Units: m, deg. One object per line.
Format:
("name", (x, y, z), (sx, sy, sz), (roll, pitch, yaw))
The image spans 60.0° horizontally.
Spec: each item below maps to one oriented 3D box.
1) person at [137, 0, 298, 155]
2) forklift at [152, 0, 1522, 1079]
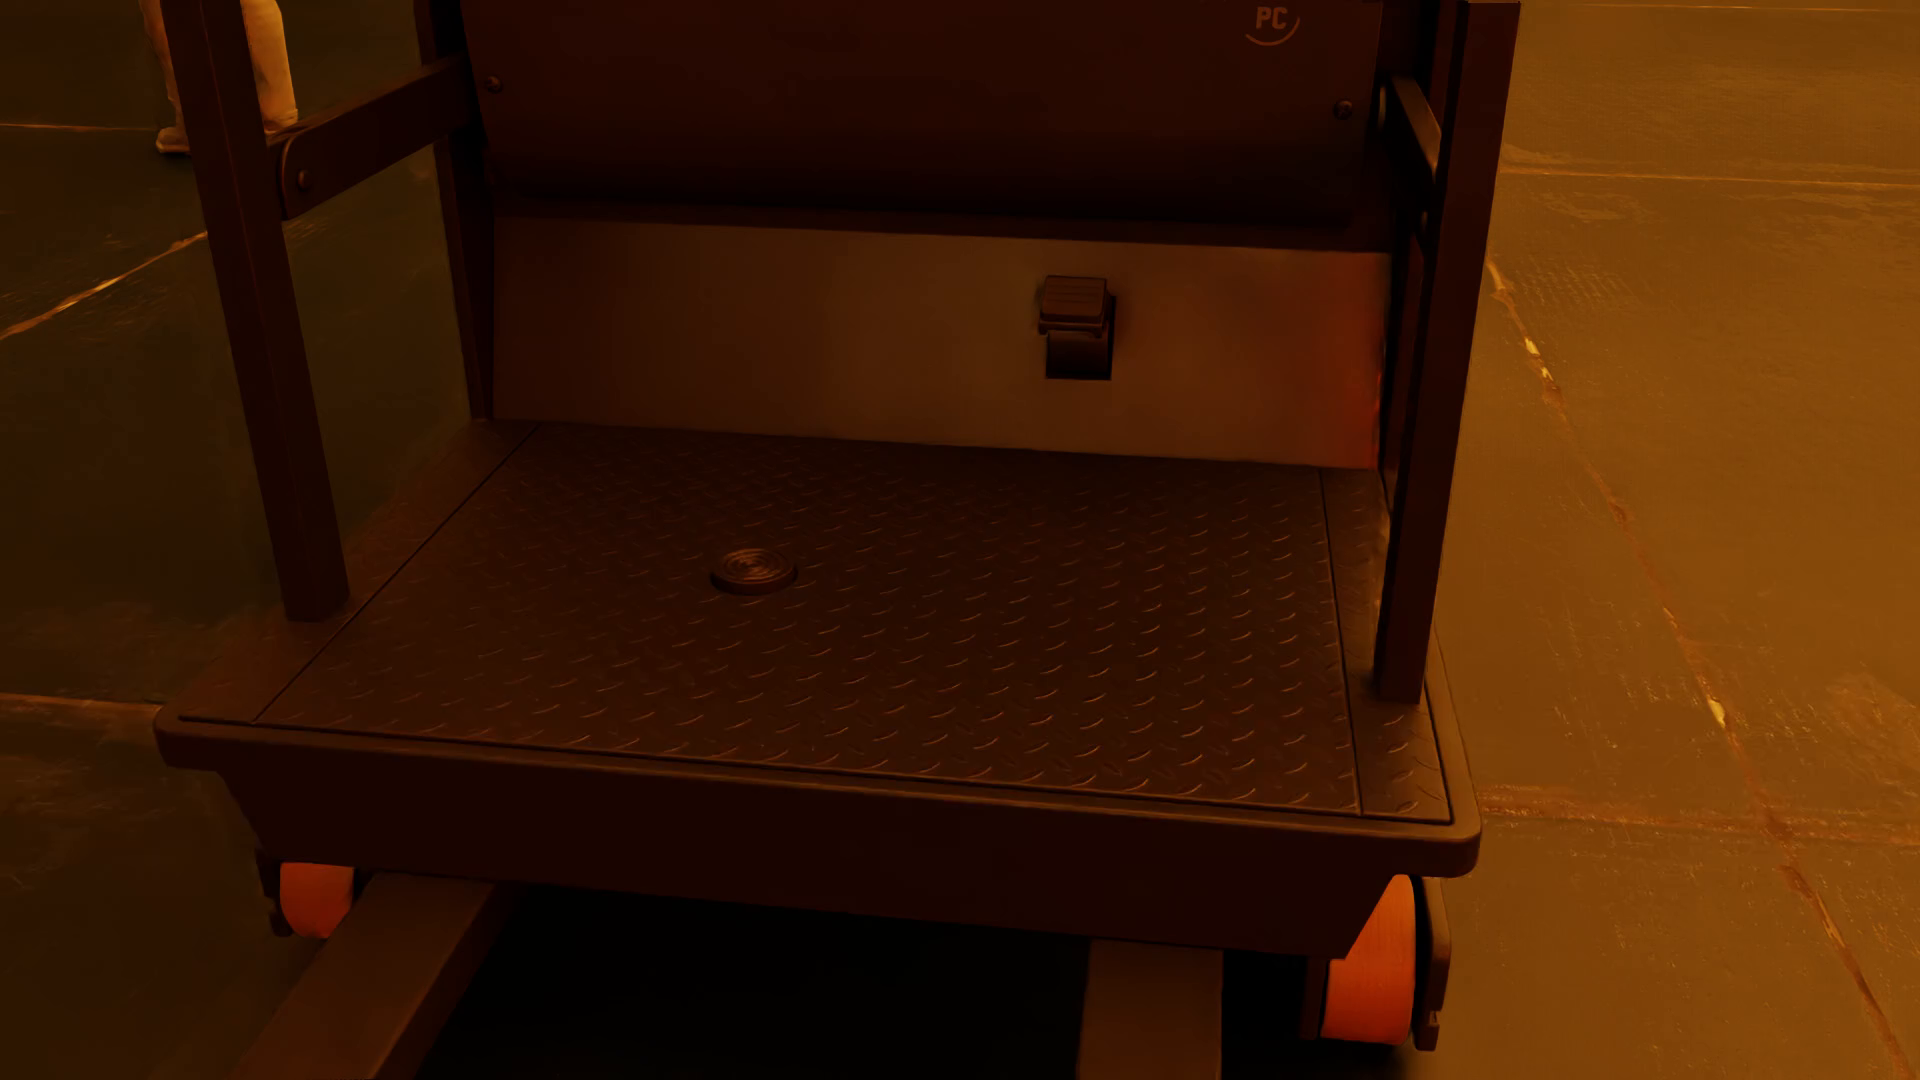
("person", (-2.103, -1.859, 4.331), (0.547, 1.701, 0.503), (-20, 33, -34))
("forklift", (-0.076, -1.010, 1.241), (1.130, 2.935, 3.031), (4, 27, 7))
